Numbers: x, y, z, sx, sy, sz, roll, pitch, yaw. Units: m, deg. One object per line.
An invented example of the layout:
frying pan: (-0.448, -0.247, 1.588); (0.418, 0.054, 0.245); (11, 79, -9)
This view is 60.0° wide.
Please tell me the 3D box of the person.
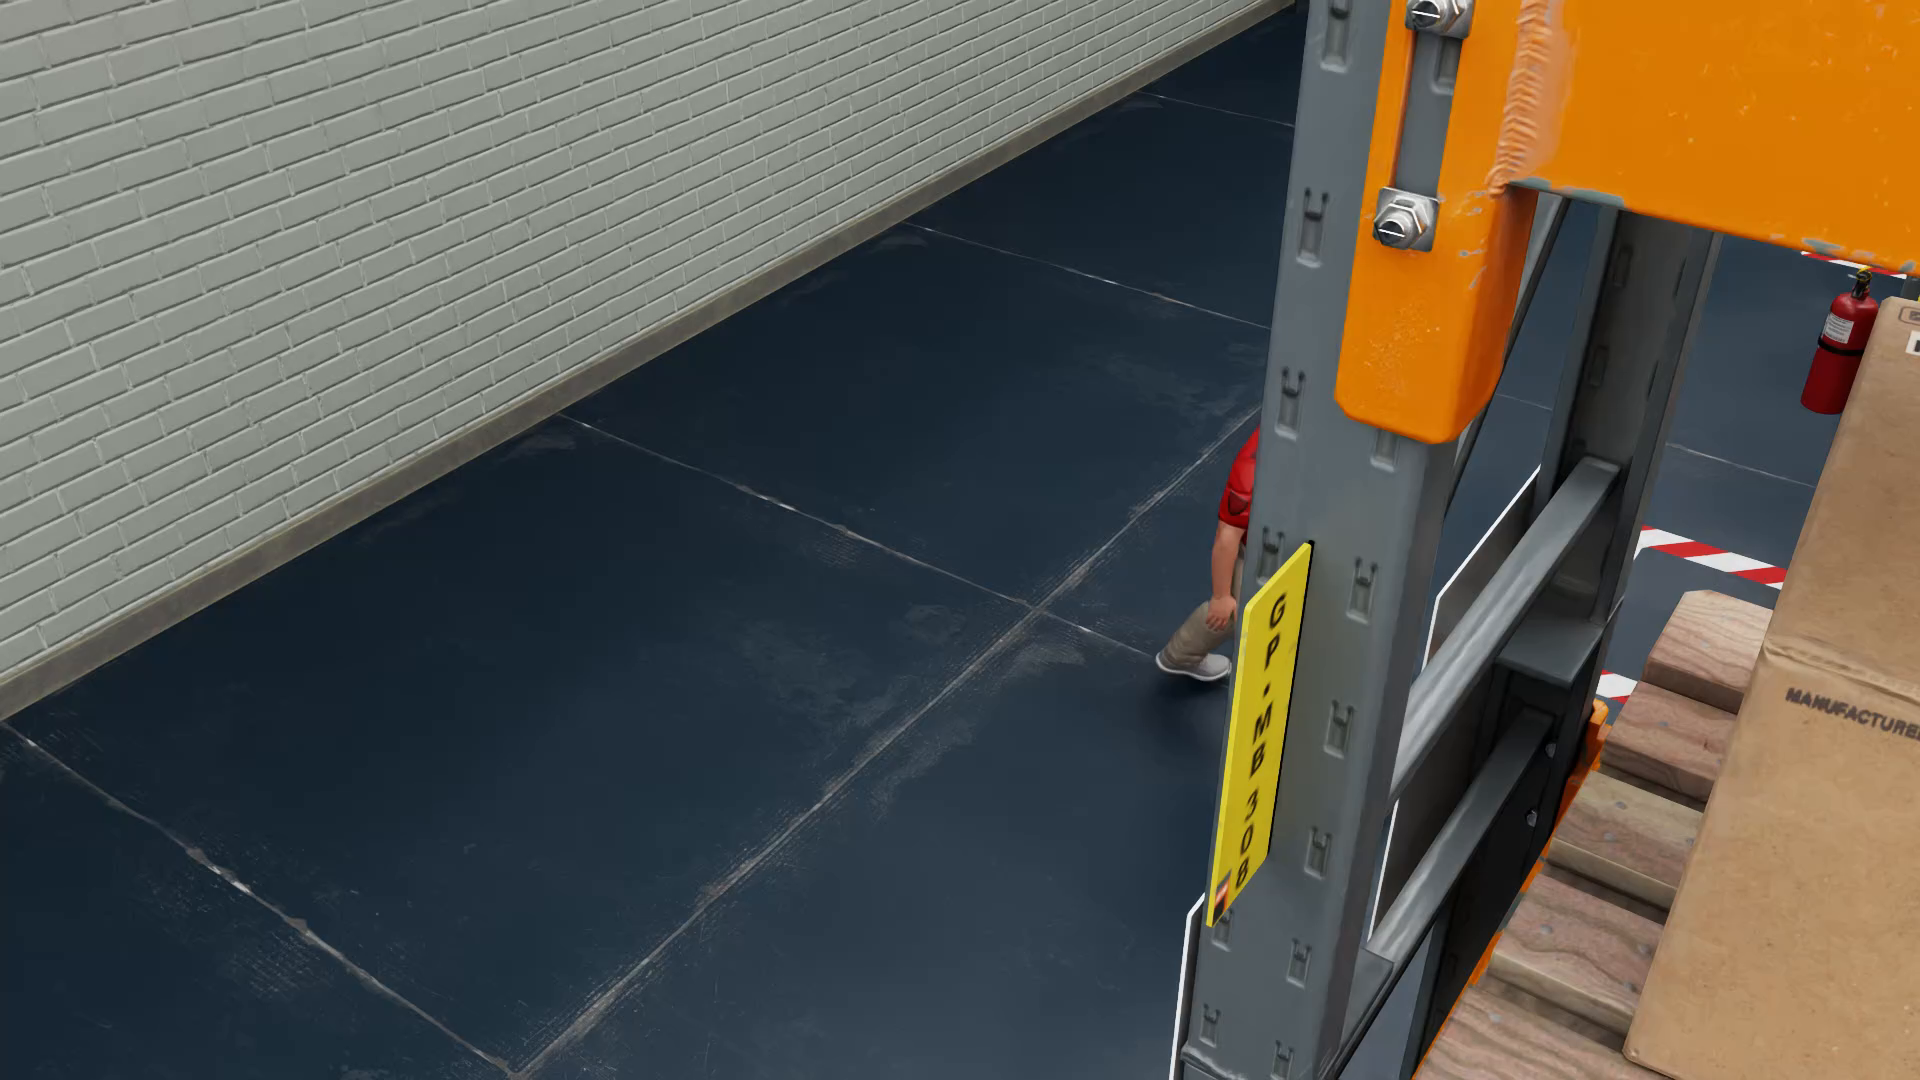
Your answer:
person: (1.141, 0.070, 6.060); (0.956, 1.691, 0.658); (18, 38, 25)
